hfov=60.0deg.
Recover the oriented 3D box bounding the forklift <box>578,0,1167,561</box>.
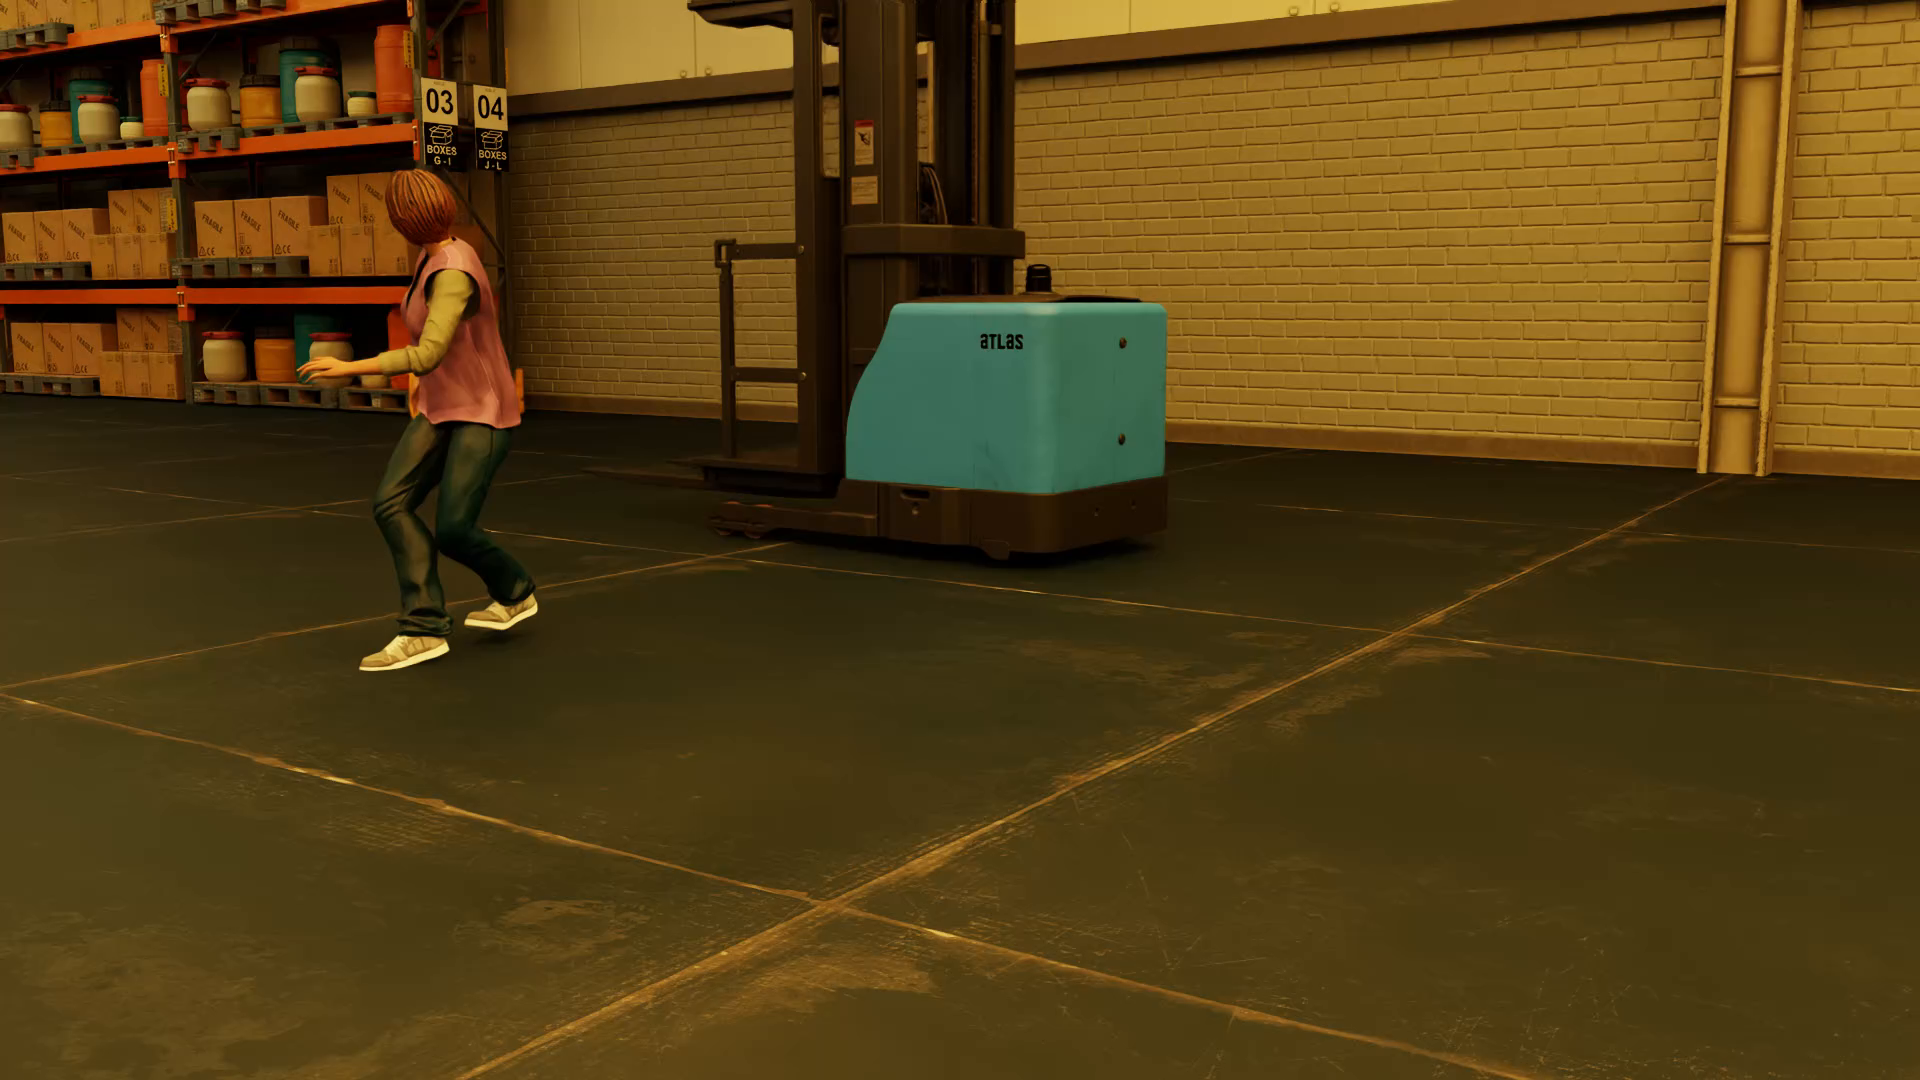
[{"bbox_3d":[-0.558,-1.505,7.780,3.031,2.935,1.130,6,10,36],"label":"forklift"}]

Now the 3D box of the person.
[{"bbox_3d":[-1.680,-0.374,5.106,0.764,1.482,0.704,-7,11,-42],"label":"person"}]
